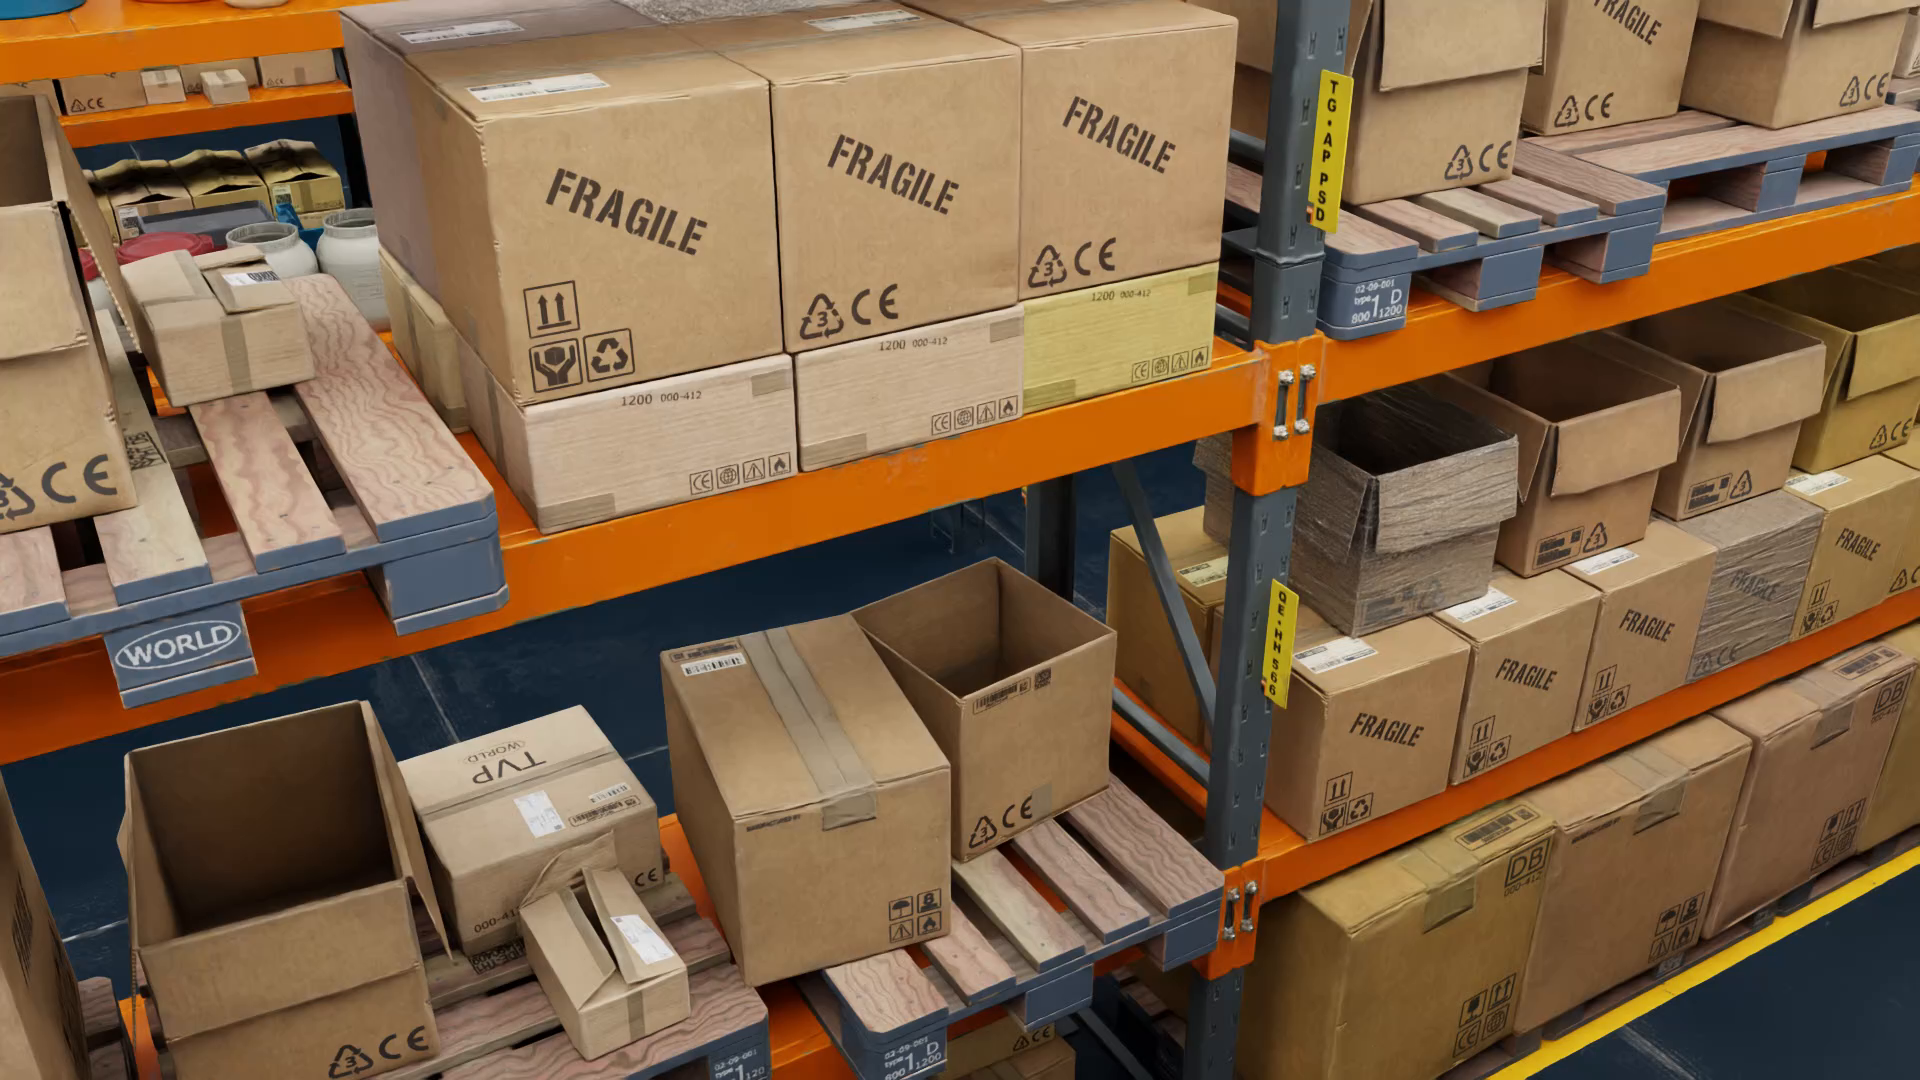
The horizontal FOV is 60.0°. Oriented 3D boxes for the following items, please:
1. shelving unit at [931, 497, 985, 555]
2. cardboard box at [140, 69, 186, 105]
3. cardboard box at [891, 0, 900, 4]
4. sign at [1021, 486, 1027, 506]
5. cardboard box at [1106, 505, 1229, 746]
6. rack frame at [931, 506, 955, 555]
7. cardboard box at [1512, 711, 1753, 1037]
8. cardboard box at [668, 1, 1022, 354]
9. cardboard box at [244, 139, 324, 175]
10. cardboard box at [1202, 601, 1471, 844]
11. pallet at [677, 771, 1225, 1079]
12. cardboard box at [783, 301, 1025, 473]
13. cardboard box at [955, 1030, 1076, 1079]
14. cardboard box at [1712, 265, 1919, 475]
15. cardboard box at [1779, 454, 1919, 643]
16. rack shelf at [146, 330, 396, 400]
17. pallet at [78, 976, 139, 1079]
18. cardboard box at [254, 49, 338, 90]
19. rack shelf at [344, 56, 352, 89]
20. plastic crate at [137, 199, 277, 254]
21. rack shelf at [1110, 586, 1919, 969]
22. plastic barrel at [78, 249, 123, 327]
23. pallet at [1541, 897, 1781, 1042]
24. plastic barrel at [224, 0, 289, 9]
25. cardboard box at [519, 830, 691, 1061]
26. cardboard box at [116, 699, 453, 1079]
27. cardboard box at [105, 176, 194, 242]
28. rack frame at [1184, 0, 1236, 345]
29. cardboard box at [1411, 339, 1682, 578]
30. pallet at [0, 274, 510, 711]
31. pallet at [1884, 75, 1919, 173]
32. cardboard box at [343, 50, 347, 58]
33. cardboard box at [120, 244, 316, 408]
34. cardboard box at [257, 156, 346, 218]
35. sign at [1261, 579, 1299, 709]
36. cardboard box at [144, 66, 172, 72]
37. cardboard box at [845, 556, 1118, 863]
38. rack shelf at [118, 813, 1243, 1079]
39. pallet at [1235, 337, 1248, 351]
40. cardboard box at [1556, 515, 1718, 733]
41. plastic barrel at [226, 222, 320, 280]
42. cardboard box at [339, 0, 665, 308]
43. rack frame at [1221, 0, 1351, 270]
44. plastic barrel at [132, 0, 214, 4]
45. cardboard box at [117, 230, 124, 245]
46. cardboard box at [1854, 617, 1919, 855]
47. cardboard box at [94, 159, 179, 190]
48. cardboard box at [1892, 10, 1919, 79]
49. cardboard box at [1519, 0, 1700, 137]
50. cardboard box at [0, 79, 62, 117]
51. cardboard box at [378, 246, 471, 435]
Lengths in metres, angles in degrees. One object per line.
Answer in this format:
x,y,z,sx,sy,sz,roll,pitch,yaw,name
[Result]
-0.012,-0.522,8.454,0.189,1.200,0.258,-16,33,-26,shelving unit
-5.591,-3.178,11.665,0.250,0.149,0.380,-13,32,-23,cardboard box
-0.040,-1.064,3.849,0.500,0.500,0.500,-16,32,-26,cardboard box
0.211,-0.234,4.871,0.005,0.325,0.100,-16,33,-26,sign
0.795,0.236,5.115,0.500,0.500,0.500,-15,32,-25,cardboard box
-0.091,-0.499,8.413,0.006,1.200,0.240,-16,33,-26,rack frame
1.873,0.875,5.825,0.875,0.875,1.225,-16,33,-26,cardboard box
-0.226,-0.721,3.227,0.500,0.500,0.500,-16,33,-26,cardboard box
-5.120,-2.844,12.629,0.500,0.311,0.500,-15,32,-25,cardboard box
1.052,0.454,4.719,0.500,0.500,0.500,-15,32,-25,cardboard box
-0.065,0.807,4.383,1.003,0.211,1.213,-16,33,-26,pallet
-0.211,-0.398,3.418,0.500,0.250,0.500,-16,33,-27,cardboard box
-0.072,1.578,4.918,0.500,0.500,0.700,-18,33,-29,cardboard box
2.800,-0.635,5.655,0.637,0.503,0.797,-15,32,-26,cardboard box
2.802,-0.042,5.618,0.500,0.500,0.500,-16,33,-27,cardboard box
-3.738,-0.755,7.758,4.000,0.370,1.077,-16,33,-26,rack shelf
-2.221,1.440,3.234,1.213,0.211,1.003,-16,33,-26,pallet
-4.856,-3.514,12.105,0.500,0.311,0.500,-14,32,-23,cardboard box
-2.796,-3.799,13.273,4.000,0.370,1.077,-16,33,-26,rack shelf
-3.562,-1.320,7.970,0.583,0.464,0.402,-16,33,-26,plastic crate
2.220,0.329,5.794,4.000,0.370,1.077,-16,33,-26,rack shelf
-3.894,-0.962,7.249,0.433,0.535,0.433,0,29,0,plastic barrel
2.264,1.266,6.237,1.213,0.211,1.003,-16,33,-26,pallet
-2.992,-2.404,7.040,0.301,0.262,0.301,0,29,0,plastic barrel
-0.805,0.899,3.720,0.258,0.266,0.396,-17,33,-28,cardboard box
-1.505,0.791,3.671,0.637,0.503,0.797,-12,31,-21,cardboard box
-5.728,-2.366,11.764,0.500,0.311,0.500,-16,33,-27,cardboard box
1.435,-2.539,10.246,0.127,3.000,1.000,-16,33,-26,rack frame
1.697,-0.310,5.065,0.637,0.503,0.797,-15,32,-25,cardboard box
-1.474,-0.110,2.935,1.003,0.211,1.213,-16,33,-26,pallet
3.179,-1.460,5.385,1.217,0.209,0.805,-17,33,-28,pallet
-6.332,-5.055,16.595,0.750,0.750,0.750,-16,33,-27,cardboard box
-1.387,-0.413,3.096,0.250,0.166,0.380,-17,33,-28,cardboard box
-4.847,-2.619,12.221,0.500,0.311,0.500,-15,32,-25,cardboard box
0.778,0.255,4.067,0.005,0.325,0.100,-16,33,-26,sign
-7.627,-4.587,16.089,0.500,0.500,0.700,-15,32,-26,cardboard box
0.050,0.425,4.337,0.500,0.500,0.500,-20,35,-32,cardboard box
-1.229,1.308,4.020,4.000,0.370,1.077,-16,33,-26,rack shelf
2.049,-1.514,11.275,1.213,0.211,1.003,-16,33,-26,pallet
1.936,0.200,5.179,0.500,0.500,0.500,-16,33,-27,cardboard box
-3.156,-1.165,7.640,0.421,0.512,0.421,0,29,0,plastic barrel
-0.909,-0.816,3.398,0.500,0.500,0.500,-17,33,-28,cardboard box
0.495,-2.123,3.283,0.127,3.000,1.000,-16,33,-26,rack frame
-3.396,-2.790,7.152,0.708,0.830,0.600,-16,33,-26,plastic barrel
-5.728,-2.124,11.906,0.500,0.250,0.500,-15,32,-25,cardboard box
3.402,0.436,6.620,0.875,0.875,1.225,-16,33,-26,cardboard box
-6.010,-2.588,12.165,0.500,0.311,0.500,-17,33,-28,cardboard box
2.953,-1.702,5.284,0.500,0.311,0.500,-17,33,-28,cardboard box
1.684,-1.464,4.657,0.500,0.500,0.500,-14,32,-24,cardboard box
-6.412,-3.121,11.198,0.500,0.500,0.500,-16,33,-26,cardboard box
-0.920,-0.480,3.565,0.500,0.250,0.500,-15,32,-25,cardboard box
